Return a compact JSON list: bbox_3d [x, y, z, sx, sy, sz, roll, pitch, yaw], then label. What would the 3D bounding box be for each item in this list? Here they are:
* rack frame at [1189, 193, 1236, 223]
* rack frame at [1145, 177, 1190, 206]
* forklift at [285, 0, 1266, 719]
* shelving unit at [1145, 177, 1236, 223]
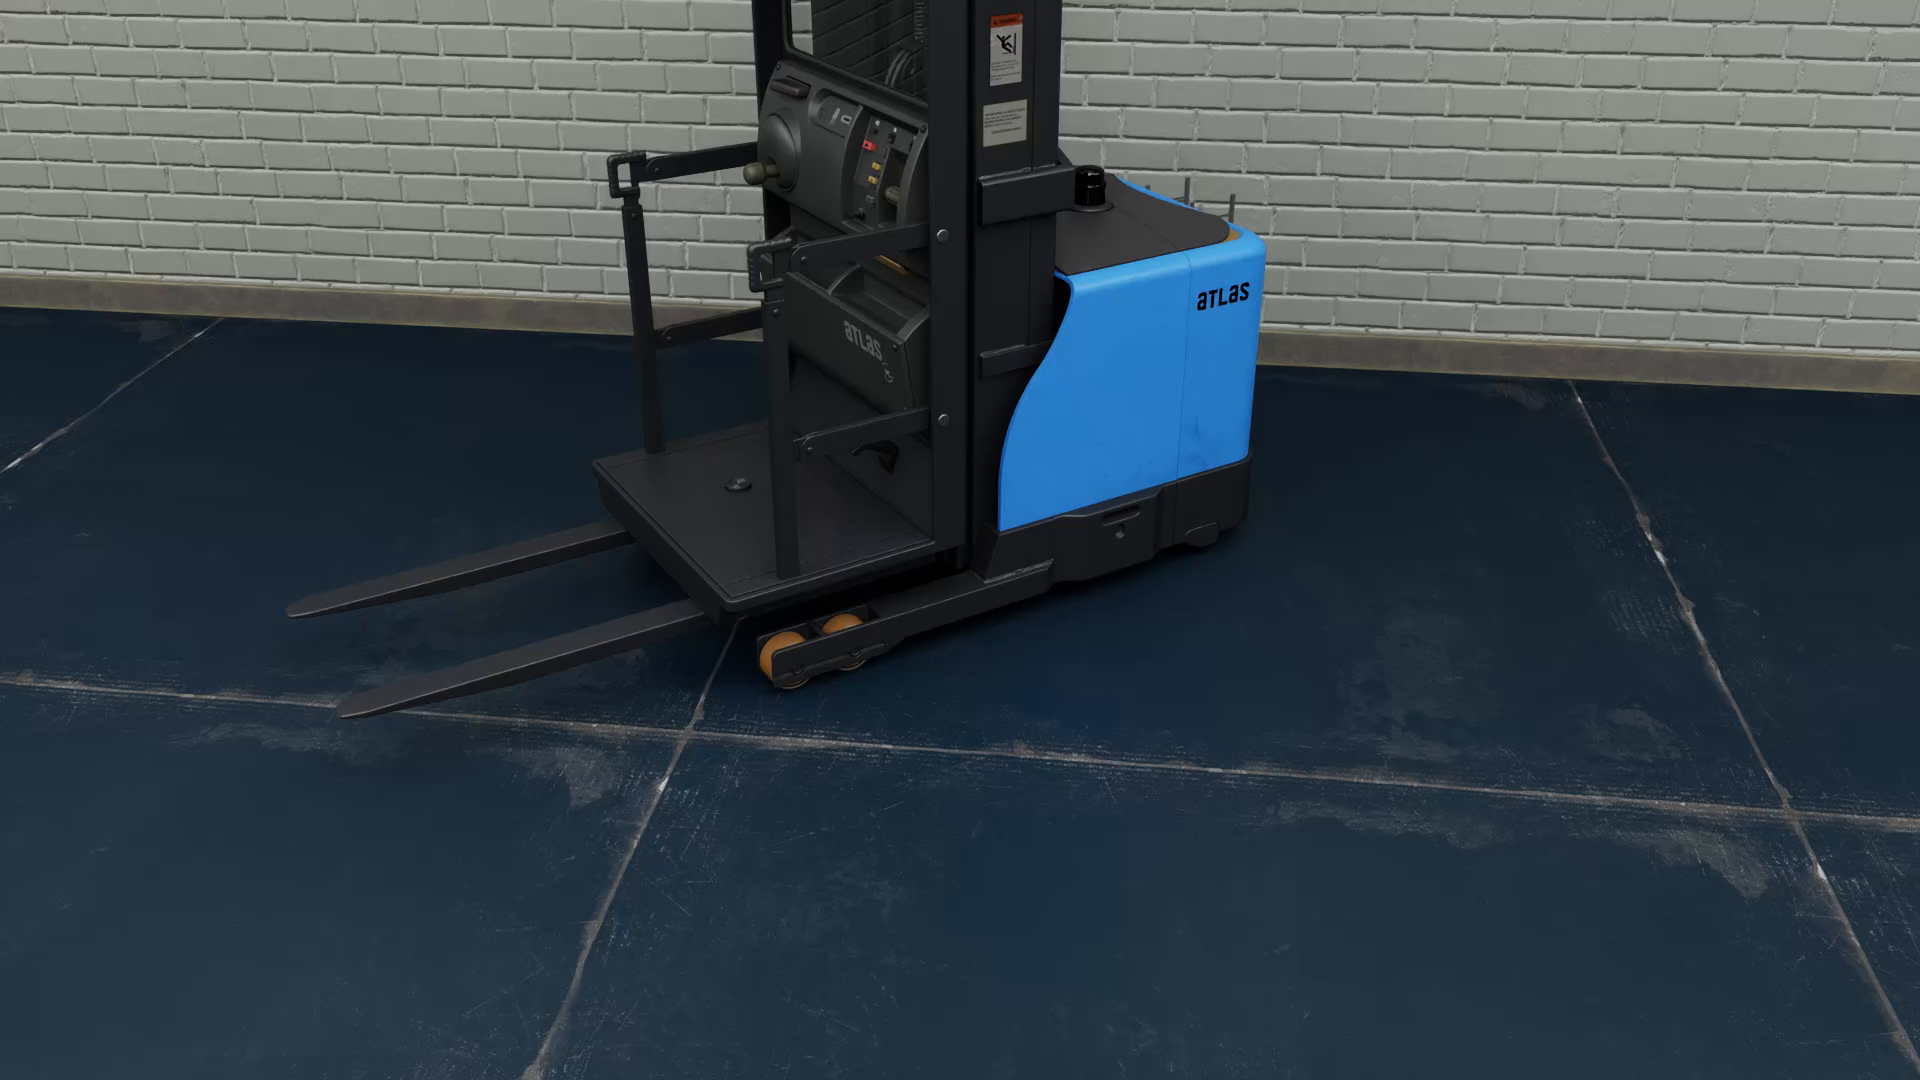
[{"bbox_3d":[0.869,-0.713,5.967,0.200,1.050,0.008,-17,33,-28],"label":"rack frame"},{"bbox_3d":[0.738,-0.811,6.148,0.200,1.050,0.008,-17,33,-28],"label":"rack frame"},{"bbox_3d":[-0.530,-1.135,4.766,3.031,2.935,1.130,-16,32,-28],"label":"forklift"},{"bbox_3d":[0.803,-0.762,6.058,0.215,1.050,0.252,-17,33,-28],"label":"shelving unit"}]
